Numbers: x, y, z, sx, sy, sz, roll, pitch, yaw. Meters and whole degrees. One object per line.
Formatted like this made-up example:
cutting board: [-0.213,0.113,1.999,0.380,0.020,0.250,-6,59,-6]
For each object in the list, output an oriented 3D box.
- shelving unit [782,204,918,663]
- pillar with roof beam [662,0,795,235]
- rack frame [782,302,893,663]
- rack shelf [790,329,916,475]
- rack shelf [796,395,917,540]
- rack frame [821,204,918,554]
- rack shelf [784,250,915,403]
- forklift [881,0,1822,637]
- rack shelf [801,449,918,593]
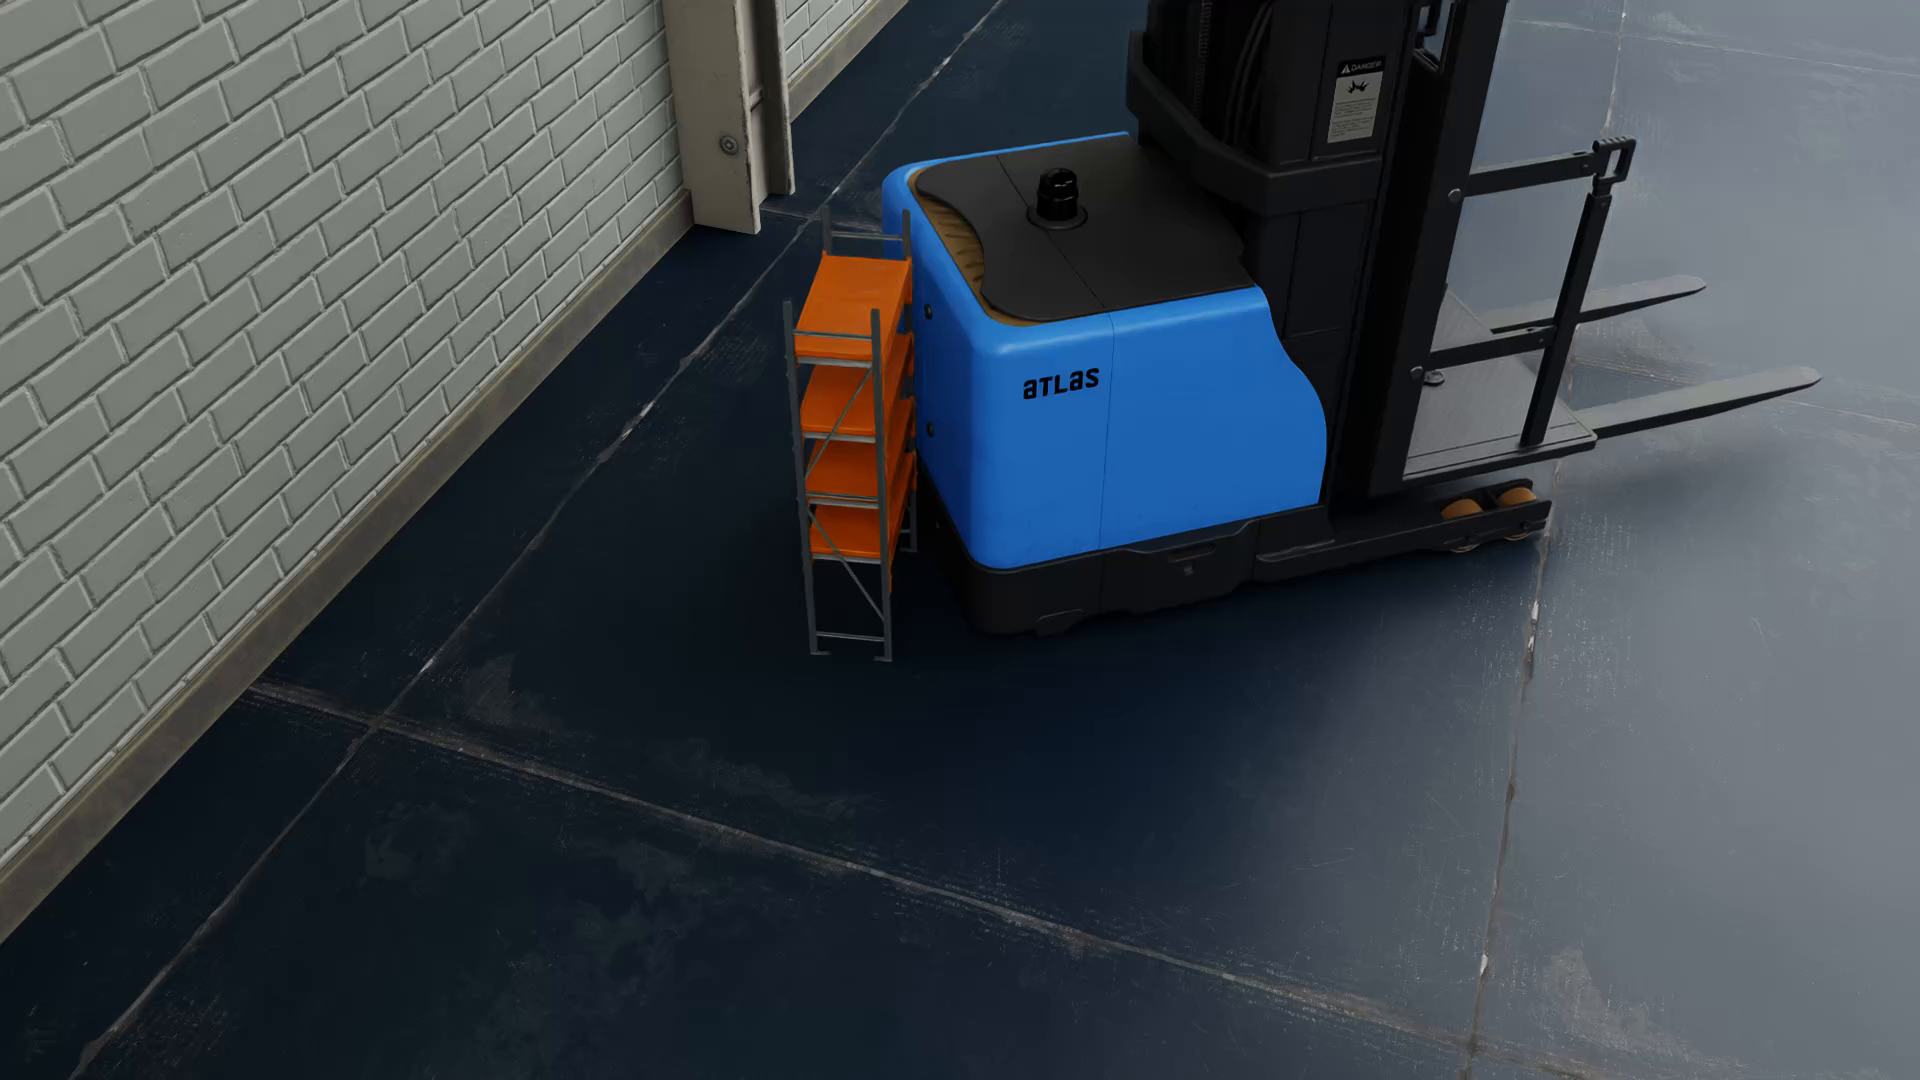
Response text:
shelving unit: [-0.284,-0.272,4.644,0.258,1.200,0.503,5,41,6]
pillar with roof beam: [3.145,-3.851,2.830,9.100,9.000,0.400,13,42,15]
rack frame: [-0.316,-0.115,4.460,0.240,1.200,0.015,5,41,6]
rack shelf: [-0.284,-0.391,4.543,0.258,0.148,0.480,5,41,6]
rack shelf: [-0.284,-0.221,4.688,0.258,0.148,0.480,5,41,6]
rack frame: [-0.252,-0.429,4.828,0.240,1.200,0.015,5,41,6]
rack shelf: [-0.284,-0.571,4.389,0.258,0.148,0.480,5,41,6]
forklift: [1.331,-1.392,4.623,3.031,2.935,1.130,-12,42,-13]
rack shelf: [-0.284,-0.070,4.817,0.258,0.148,0.480,5,41,6]
